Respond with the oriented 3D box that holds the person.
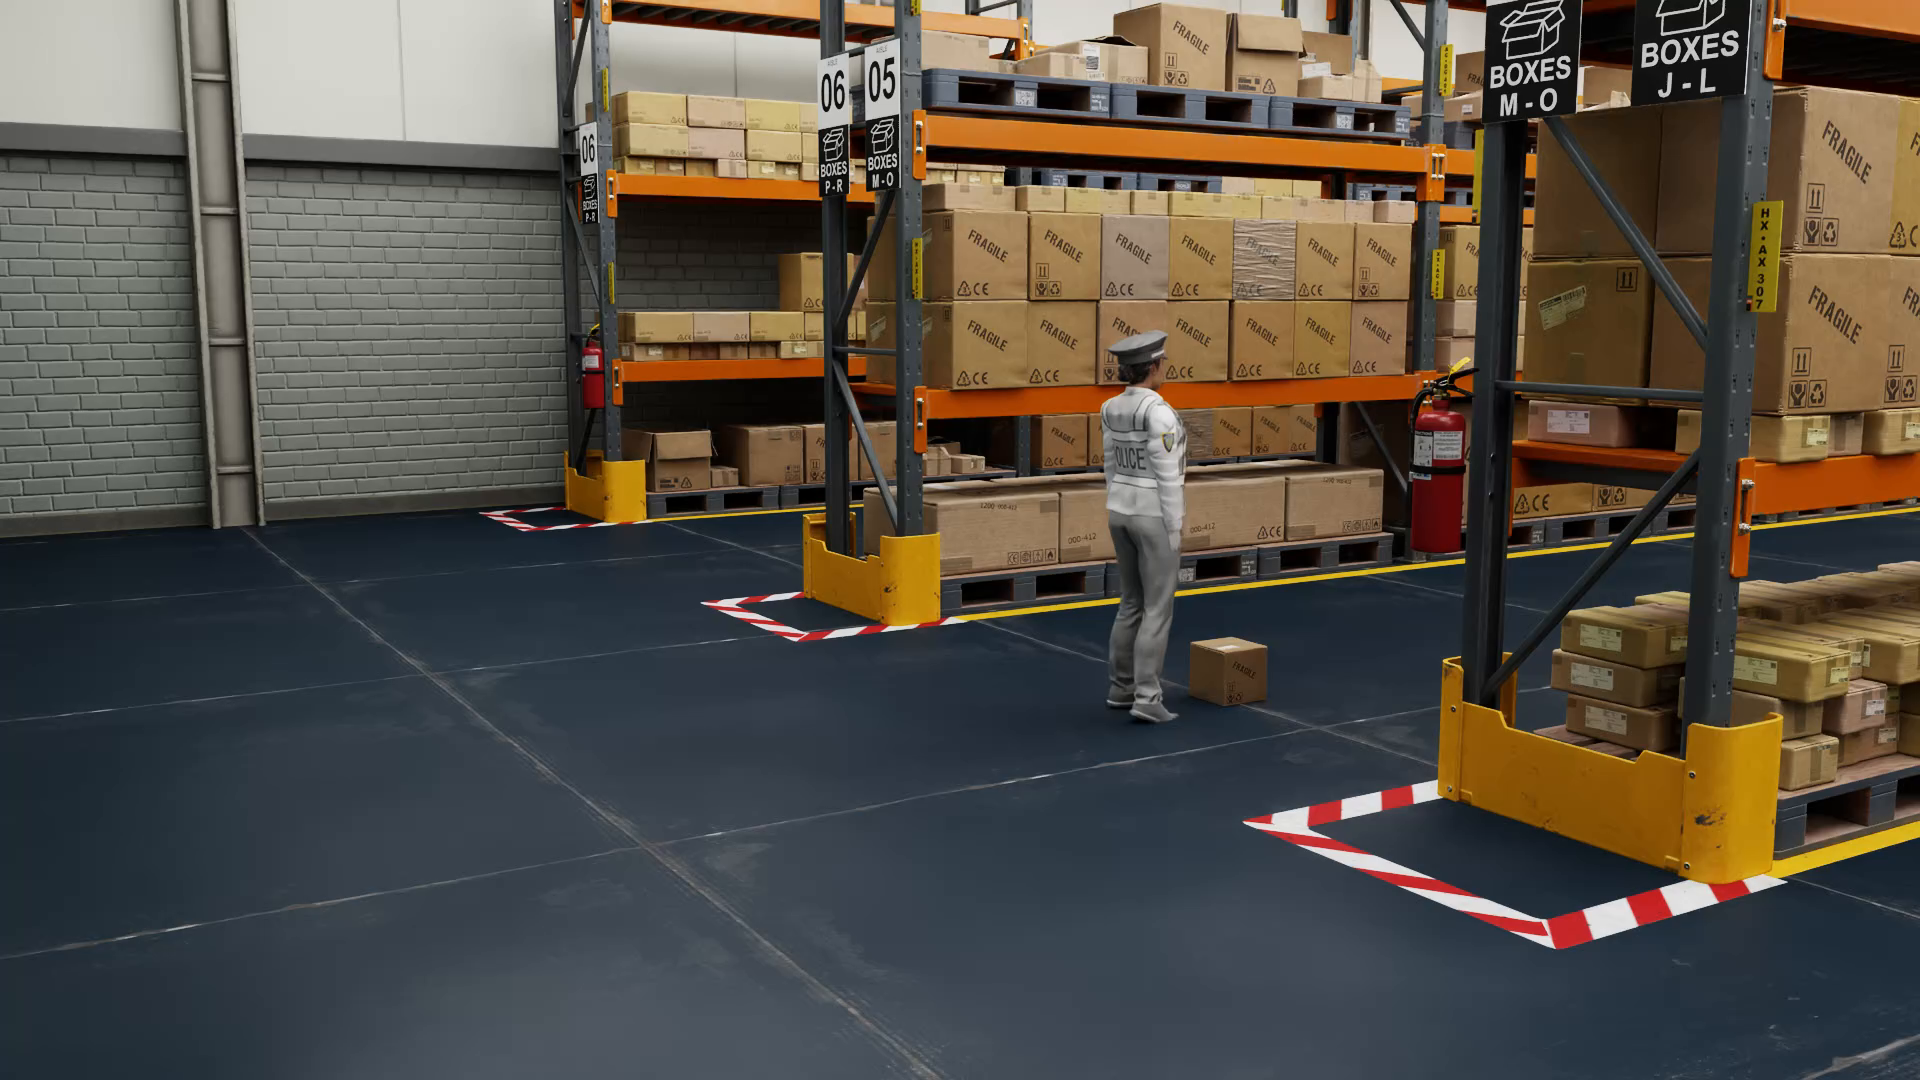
[{"bbox_3d":[0.806,-0.053,7.278,0.347,1.723,0.468,-5,10,-30],"label":"person"}]
